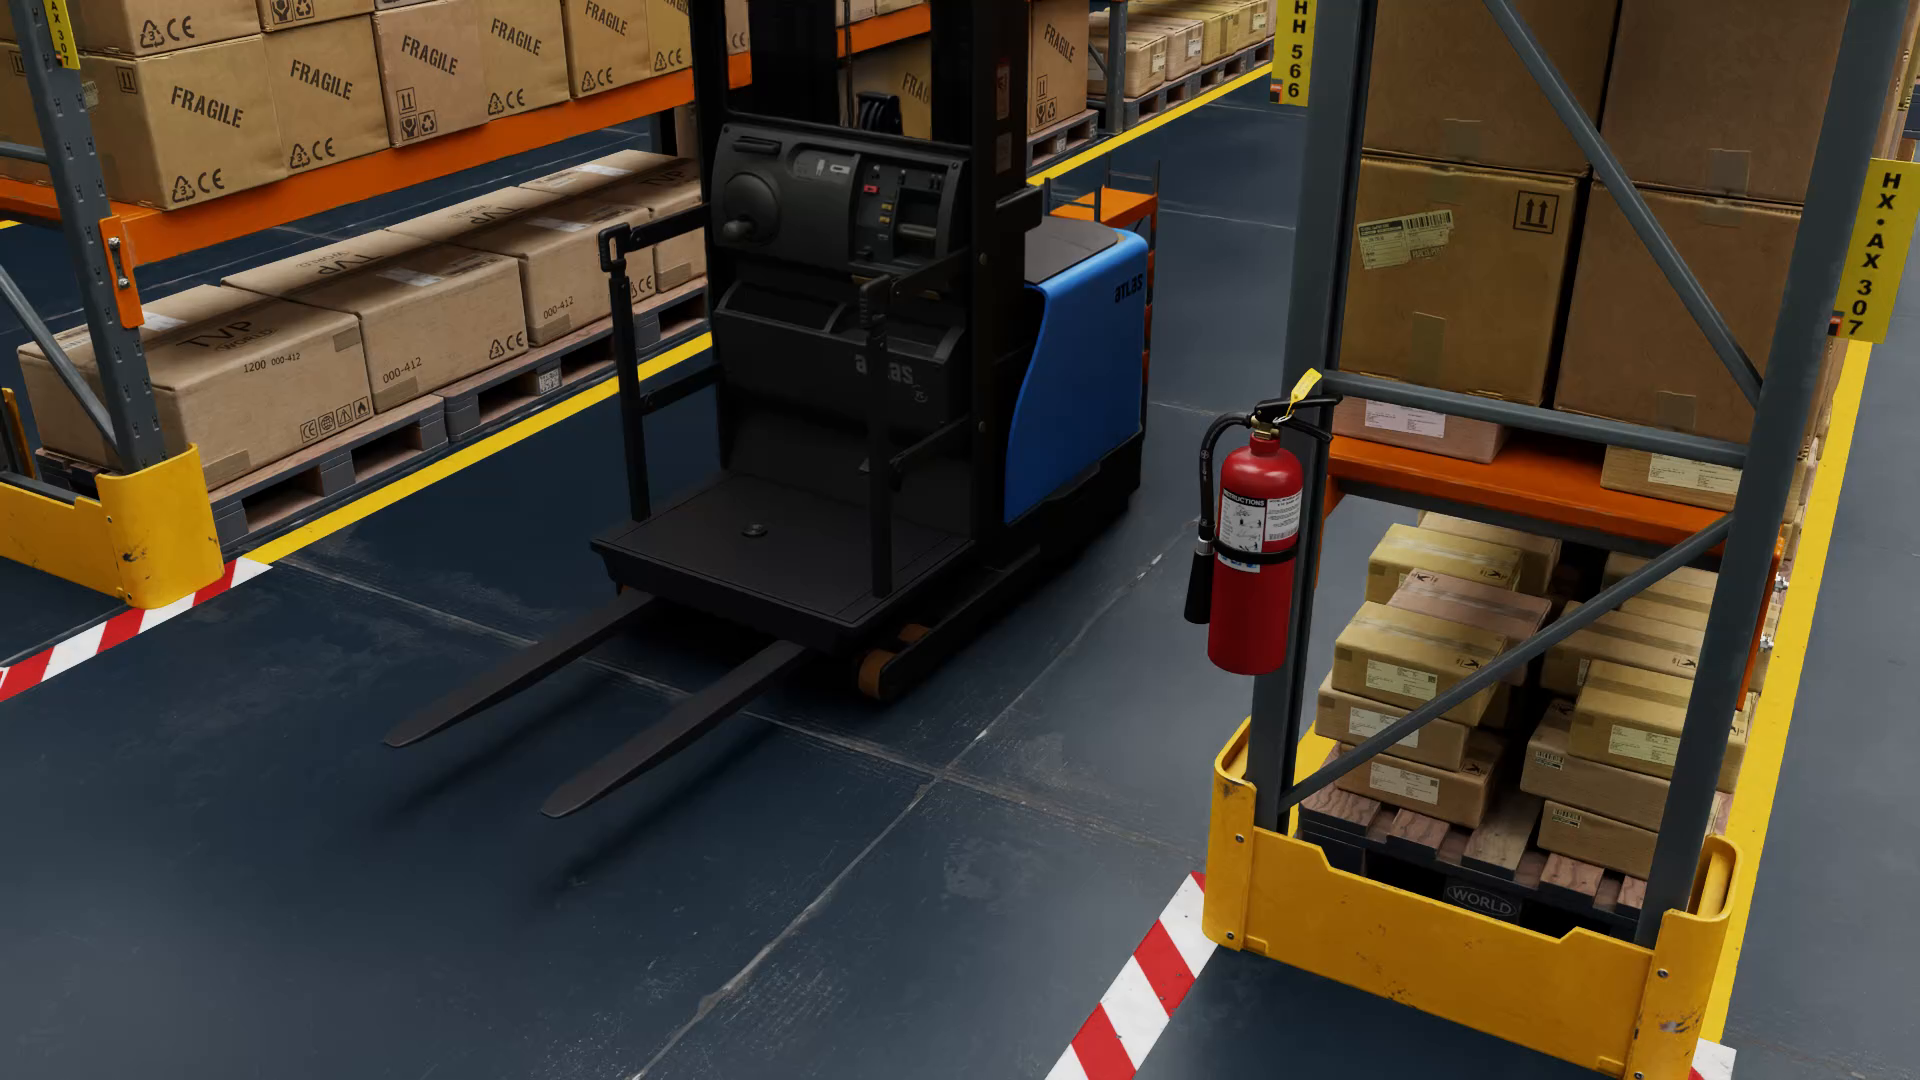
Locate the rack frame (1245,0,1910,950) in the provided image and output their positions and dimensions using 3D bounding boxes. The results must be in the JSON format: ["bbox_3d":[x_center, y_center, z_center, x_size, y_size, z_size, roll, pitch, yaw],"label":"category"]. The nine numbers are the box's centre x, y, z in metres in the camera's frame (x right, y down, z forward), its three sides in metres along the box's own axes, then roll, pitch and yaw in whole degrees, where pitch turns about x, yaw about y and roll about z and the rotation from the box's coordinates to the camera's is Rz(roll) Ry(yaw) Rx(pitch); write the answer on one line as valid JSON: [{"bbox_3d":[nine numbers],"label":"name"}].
[{"bbox_3d":[1.151,-0.242,3.383,1.000,3.000,0.127,14,30,26],"label":"rack frame"}]

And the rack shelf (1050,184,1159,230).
[{"bbox_3d":[0.556,-1.257,6.544,0.258,0.148,0.480,16,31,29],"label":"rack shelf"}]

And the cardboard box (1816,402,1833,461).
[{"bbox_3d":[3.002,-0.438,6.158,0.380,0.149,0.250,13,29,24],"label":"cardboard box"}]

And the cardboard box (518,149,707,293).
[{"bbox_3d":[-1.643,-1.673,8.634,0.875,0.438,0.875,14,30,25],"label":"cardboard box"}]

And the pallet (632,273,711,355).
[{"bbox_3d":[-1.682,-1.326,8.663,1.003,0.211,1.213,14,30,26],"label":"pallet"}]

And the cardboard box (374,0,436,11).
[{"bbox_3d":[-2.229,-2.315,6.294,0.500,0.500,0.500,14,30,26],"label":"cardboard box"}]

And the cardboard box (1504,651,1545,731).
[{"bbox_3d":[1.472,0.387,4.842,0.380,0.149,0.250,14,30,26],"label":"cardboard box"}]

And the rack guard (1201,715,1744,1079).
[{"bbox_3d":[1.189,0.846,4.002,1.175,0.500,0.348,14,30,26],"label":"rack guard"}]

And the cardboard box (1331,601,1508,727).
[{"bbox_3d":[1.191,0.316,4.318,0.380,0.149,0.250,15,30,27],"label":"cardboard box"}]

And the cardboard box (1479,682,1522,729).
[{"bbox_3d":[1.338,0.353,4.577,0.380,0.149,0.250,13,30,25],"label":"cardboard box"}]

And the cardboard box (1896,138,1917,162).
[{"bbox_3d":[5.465,-2.760,10.456,1.050,0.750,0.750,14,30,25],"label":"cardboard box"}]

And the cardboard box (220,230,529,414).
[{"bbox_3d":[-2.527,-0.973,7.236,0.875,0.438,0.875,15,30,27],"label":"cardboard box"}]

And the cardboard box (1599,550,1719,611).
[{"bbox_3d":[2.021,0.130,4.690,0.380,0.149,0.250,13,29,24],"label":"cardboard box"}]

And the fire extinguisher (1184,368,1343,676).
[{"bbox_3d":[0.626,-0.045,3.491,0.296,0.674,0.183,14,30,26],"label":"fire extinguisher"}]

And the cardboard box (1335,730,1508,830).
[{"bbox_3d":[1.229,0.593,4.429,0.380,0.149,0.250,15,30,27],"label":"cardboard box"}]

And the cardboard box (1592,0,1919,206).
[{"bbox_3d":[1.603,-0.984,3.303,0.500,0.500,0.500,14,30,26],"label":"cardboard box"}]

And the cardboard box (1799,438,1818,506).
[{"bbox_3d":[2.593,-0.260,5.469,0.380,0.149,0.250,13,29,24],"label":"cardboard box"}]

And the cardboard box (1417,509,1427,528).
[{"bbox_3d":[1.648,-0.102,5.153,0.380,0.149,0.250,15,30,28],"label":"cardboard box"}]

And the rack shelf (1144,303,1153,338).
[{"bbox_3d":[0.556,-0.846,6.750,0.258,0.148,0.480,16,31,29],"label":"rack shelf"}]

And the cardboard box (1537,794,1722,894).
[{"bbox_3d":[1.688,0.711,4.195,0.380,0.149,0.250,15,30,27],"label":"cardboard box"}]

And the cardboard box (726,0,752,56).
[{"bbox_3d":[-1.246,-2.660,8.101,0.500,0.500,0.500,14,30,27],"label":"cardboard box"}]

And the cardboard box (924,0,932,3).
[{"bbox_3d":[-0.275,-3.297,9.652,0.500,0.250,0.500,14,30,26],"label":"cardboard box"}]

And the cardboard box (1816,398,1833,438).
[{"bbox_3d":[1.864,-0.386,3.950,0.380,0.149,0.250,13,30,25],"label":"cardboard box"}]

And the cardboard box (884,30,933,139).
[{"bbox_3d":[-0.567,-2.703,10.203,0.875,0.875,0.875,15,30,28],"label":"cardboard box"}]

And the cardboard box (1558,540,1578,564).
[{"bbox_3d":[1.802,-0.060,5.403,0.380,0.149,0.250,16,31,29],"label":"cardboard box"}]

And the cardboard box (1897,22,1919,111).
[{"bbox_3d":[2.121,-1.380,4.094,0.500,0.500,0.500,13,30,25],"label":"cardboard box"}]

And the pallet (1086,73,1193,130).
[{"bbox_3d":[1.113,-3.468,12.942,1.003,0.211,1.213,14,30,26],"label":"pallet"}]

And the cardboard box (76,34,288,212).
[{"bbox_3d":[-2.722,-1.462,5.707,0.500,0.500,0.500,14,30,26],"label":"cardboard box"}]

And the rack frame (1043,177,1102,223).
[{"bbox_3d":[0.425,-0.814,6.536,0.240,1.200,0.015,16,31,29],"label":"rack frame"}]

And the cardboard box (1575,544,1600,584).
[{"bbox_3d":[1.995,-0.009,5.634,0.380,0.149,0.250,15,30,28],"label":"cardboard box"}]

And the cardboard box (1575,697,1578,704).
[{"bbox_3d":[1.816,0.470,4.344,0.380,0.149,0.250,14,30,26],"label":"cardboard box"}]

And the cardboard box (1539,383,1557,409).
[{"bbox_3d":[1.221,-0.408,3.995,0.380,0.149,0.250,14,30,26],"label":"cardboard box"}]

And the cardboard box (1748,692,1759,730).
[{"bbox_3d":[2.083,0.417,4.782,0.380,0.149,0.250,15,30,27],"label":"cardboard box"}]

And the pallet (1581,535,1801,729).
[{"bbox_3d":[2.220,0.192,5.630,1.003,0.211,1.213,14,30,26],"label":"pallet"}]

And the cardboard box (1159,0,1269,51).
[{"bbox_3d":[2.089,-4.497,14.348,0.950,0.372,0.625,16,31,29],"label":"cardboard box"}]

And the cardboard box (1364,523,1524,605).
[{"bbox_3d":[1.382,0.102,4.746,0.380,0.149,0.250,13,30,25],"label":"cardboard box"}]

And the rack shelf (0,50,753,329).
[{"bbox_3d":[-2.224,-1.751,7.200,1.077,0.370,4.000,14,30,26],"label":"rack shelf"}]

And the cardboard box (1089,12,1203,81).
[{"bbox_3d":[1.370,-3.931,13.218,0.950,0.372,0.625,14,30,25],"label":"cardboard box"}]

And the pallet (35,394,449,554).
[{"bbox_3d":[-2.883,-0.375,6.763,1.003,0.211,1.213,14,30,26],"label":"pallet"}]

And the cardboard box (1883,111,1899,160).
[{"bbox_3d":[2.106,-0.937,4.326,0.500,0.500,0.500,15,30,27],"label":"cardboard box"}]

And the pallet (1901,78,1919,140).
[{"bbox_3d":[3.622,-1.981,7.072,1.003,0.211,1.213,14,30,26],"label":"pallet"}]

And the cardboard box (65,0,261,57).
[{"bbox_3d":[-2.724,-1.909,5.484,0.500,0.500,0.500,13,30,25],"label":"cardboard box"}]

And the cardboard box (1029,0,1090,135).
[{"bbox_3d":[0.315,-3.398,11.591,0.875,0.875,0.875,14,30,26],"label":"cardboard box"}]

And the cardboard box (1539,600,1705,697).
[{"bbox_3d":[1.736,0.315,4.320,0.380,0.149,0.250,15,30,27],"label":"cardboard box"}]

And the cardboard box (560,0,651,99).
[{"bbox_3d":[-1.729,-2.259,7.300,0.500,0.500,0.500,14,30,25],"label":"cardboard box"}]

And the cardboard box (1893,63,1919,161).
[{"bbox_3d":[2.871,-1.526,5.504,0.500,0.500,0.500,13,30,25],"label":"cardboard box"}]

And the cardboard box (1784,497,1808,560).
[{"bbox_3d":[2.714,-0.083,5.781,0.380,0.149,0.250,14,30,26],"label":"cardboard box"}]

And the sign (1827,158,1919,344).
[{"bbox_3d":[1.624,-0.510,2.951,0.100,0.325,0.005,14,30,26],"label":"sign"}]

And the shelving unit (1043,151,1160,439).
[{"bbox_3d":[0.556,-0.906,6.720,0.258,1.200,0.503,16,31,29],"label":"shelving unit"}]

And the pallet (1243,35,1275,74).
[{"bbox_3d":[2.314,-4.419,14.842,1.003,0.211,1.213,14,30,26],"label":"pallet"}]

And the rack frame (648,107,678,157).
[{"bbox_3d":[-1.240,-2.852,8.596,1.000,3.000,0.127,14,30,26],"label":"rack frame"}]

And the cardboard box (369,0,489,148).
[{"bbox_3d":[-2.231,-1.859,6.501,0.500,0.500,0.500,14,30,26],"label":"cardboard box"}]

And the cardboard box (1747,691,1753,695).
[{"bbox_3d":[2.081,0.279,4.726,0.380,0.149,0.250,15,30,28],"label":"cardboard box"}]

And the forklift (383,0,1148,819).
[{"bbox_3d":[-0.512,-1.040,5.054,1.130,2.935,3.031,16,31,29],"label":"forklift"}]

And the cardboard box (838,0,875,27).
[{"bbox_3d":[-0.794,-2.898,8.856,0.500,0.250,0.500,13,30,25],"label":"cardboard box"}]
